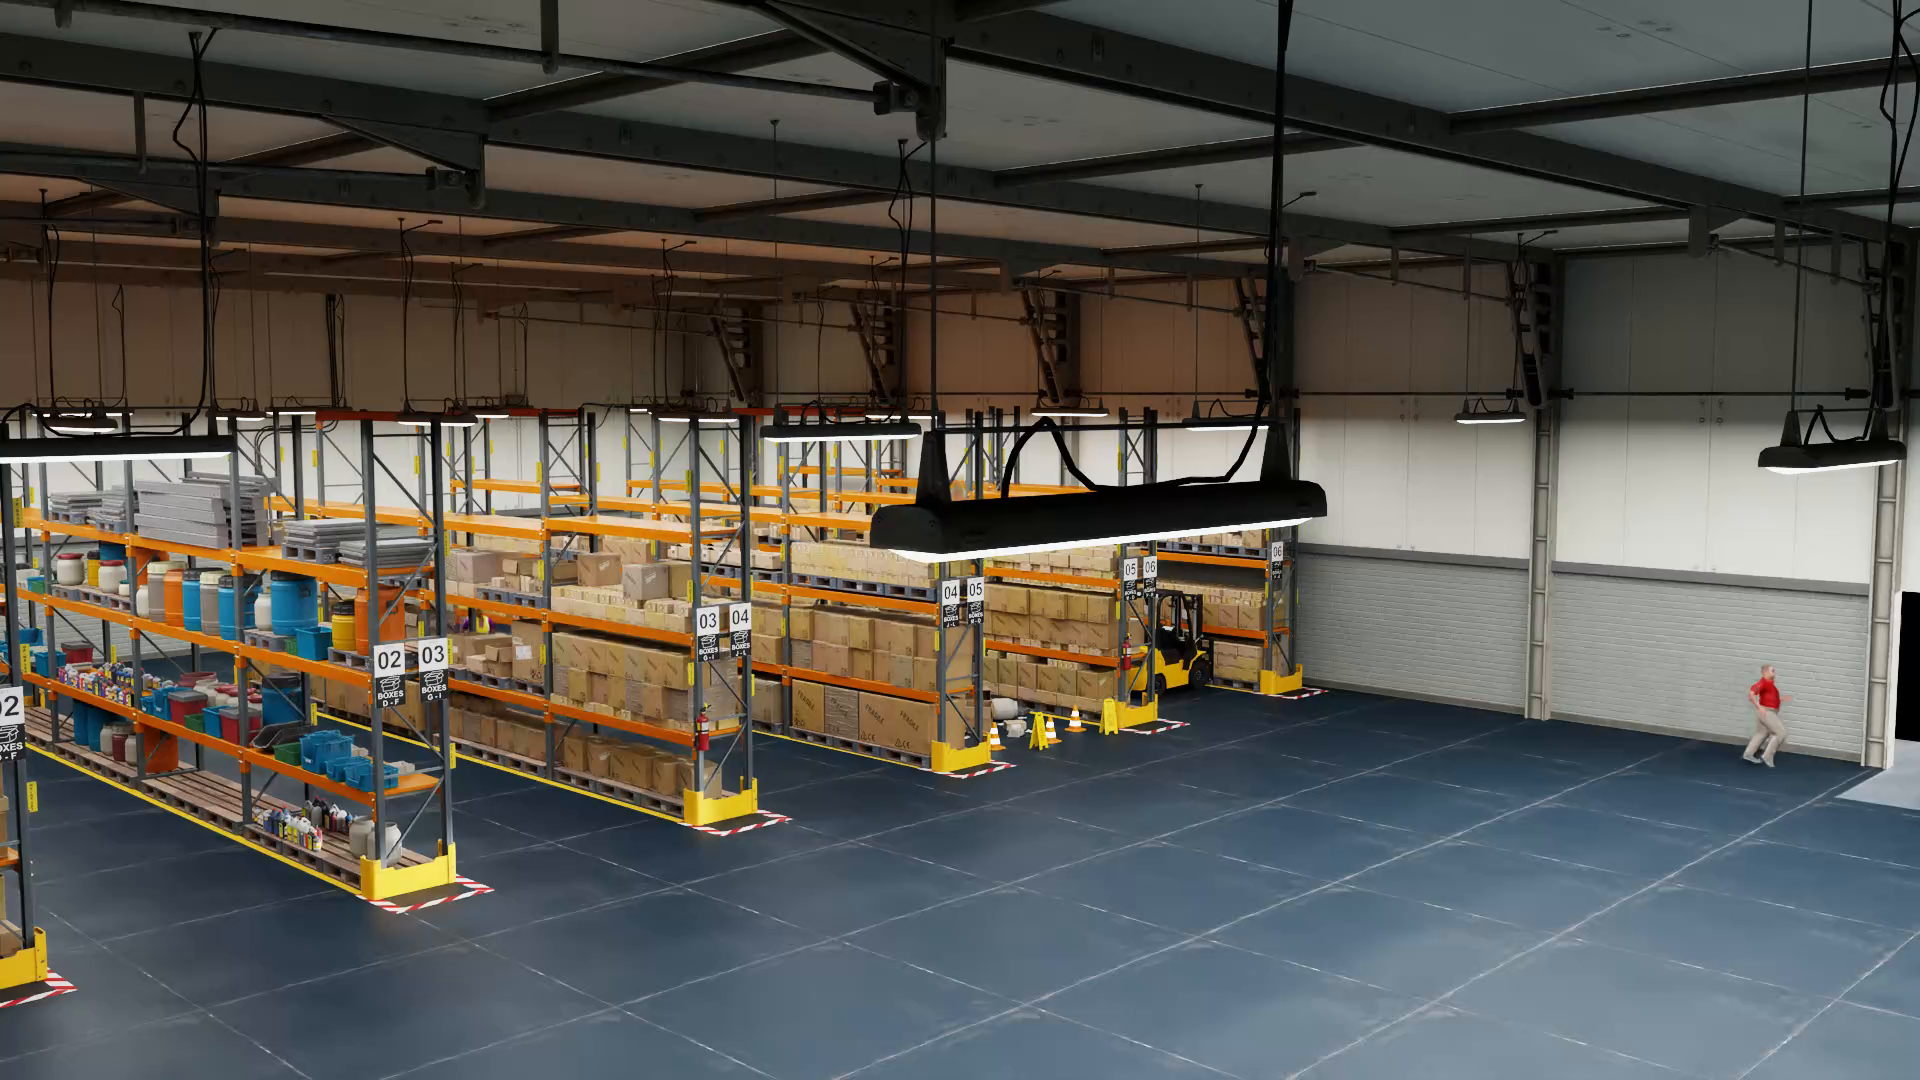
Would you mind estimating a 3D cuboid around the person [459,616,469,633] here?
[{"bbox_3d":[-11.990,1.892,40.439,0.718,1.727,0.666,-5,7,-44],"label":"person"}]

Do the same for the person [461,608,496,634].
[{"bbox_3d":[-10.334,2.272,35.865,0.681,1.782,0.916,-4,7,-40],"label":"person"}]

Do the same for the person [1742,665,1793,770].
[{"bbox_3d":[13.661,3.001,28.120,0.743,1.768,0.633,3,6,27],"label":"person"}]
